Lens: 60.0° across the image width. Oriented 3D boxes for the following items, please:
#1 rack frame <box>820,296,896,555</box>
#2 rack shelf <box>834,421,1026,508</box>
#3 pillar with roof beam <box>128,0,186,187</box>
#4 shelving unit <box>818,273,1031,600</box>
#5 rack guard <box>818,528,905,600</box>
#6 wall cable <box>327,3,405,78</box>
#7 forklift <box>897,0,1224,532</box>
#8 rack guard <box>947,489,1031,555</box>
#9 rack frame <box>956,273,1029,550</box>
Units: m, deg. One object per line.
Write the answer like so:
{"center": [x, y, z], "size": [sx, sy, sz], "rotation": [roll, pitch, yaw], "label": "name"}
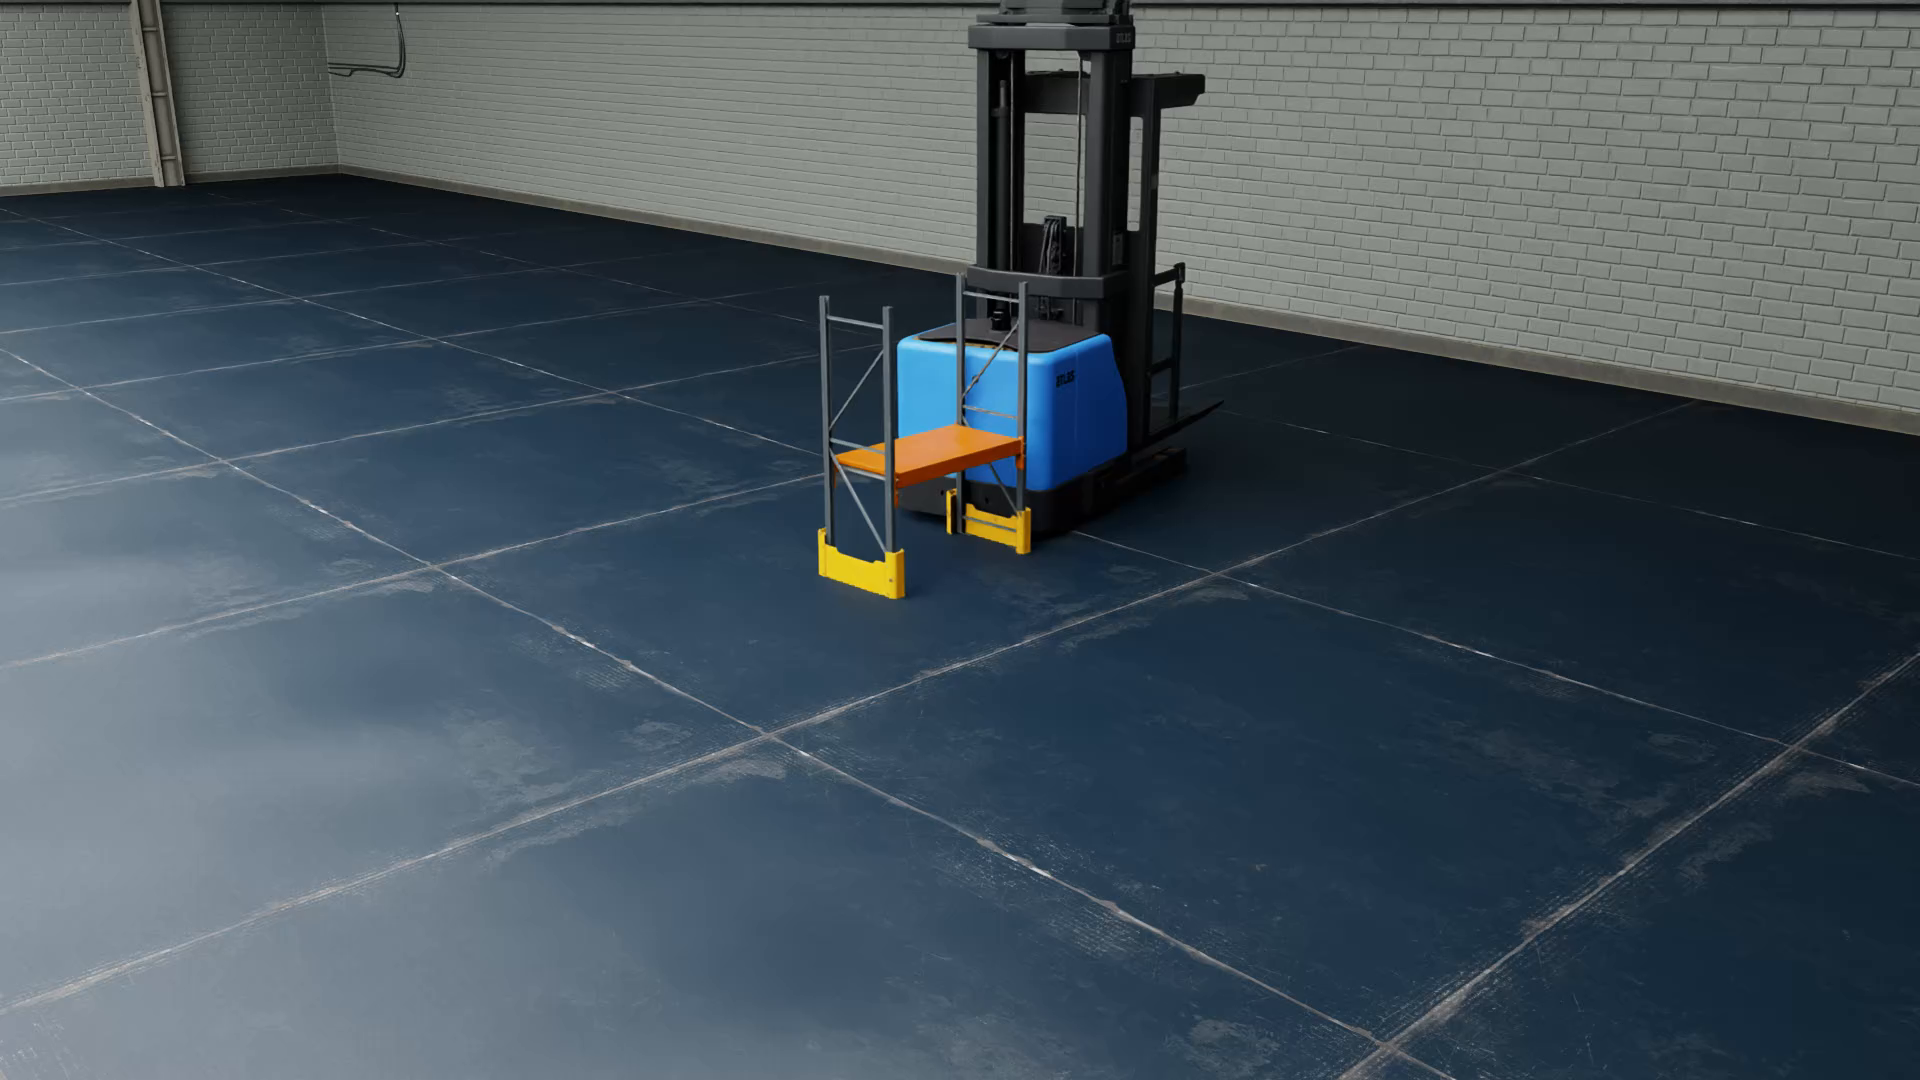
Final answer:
{"center": [-0.520, -0.474, 8.516], "size": [0.500, 1.500, 0.032], "rotation": [16, 24, 40], "label": "rack frame"}
{"center": [-0.174, -0.418, 8.926], "size": [0.538, 0.185, 1.000], "rotation": [16, 24, 40], "label": "rack shelf"}
{"center": [-10.198, -9.220, 23.331], "size": [0.400, 9.000, 9.100], "rotation": [-16, 24, -41], "label": "pillar with roof beam"}
{"center": [-0.180, -0.587, 8.864], "size": [0.587, 1.500, 1.083], "rotation": [16, 24, 40], "label": "shelving unit"}
{"center": [-0.519, 0.120, 8.710], "size": [0.587, 0.250, 0.087], "rotation": [16, 24, 40], "label": "rack guard"}
{"center": [-10.106, -9.036, 27.797], "size": [0.112, 2.526, 3.097], "rotation": [-16, 24, -41], "label": "wall cable"}
{"center": [0.817, -1.841, 10.412], "size": [1.130, 2.935, 3.031], "rotation": [11, 21, 30], "label": "forklift"}
{"center": [0.159, -0.105, 9.404], "size": [0.587, 0.250, 0.087], "rotation": [16, 24, 40], "label": "rack guard"}
{"center": [0.172, -0.704, 9.225], "size": [0.500, 1.500, 0.032], "rotation": [16, 24, 40], "label": "rack frame"}
